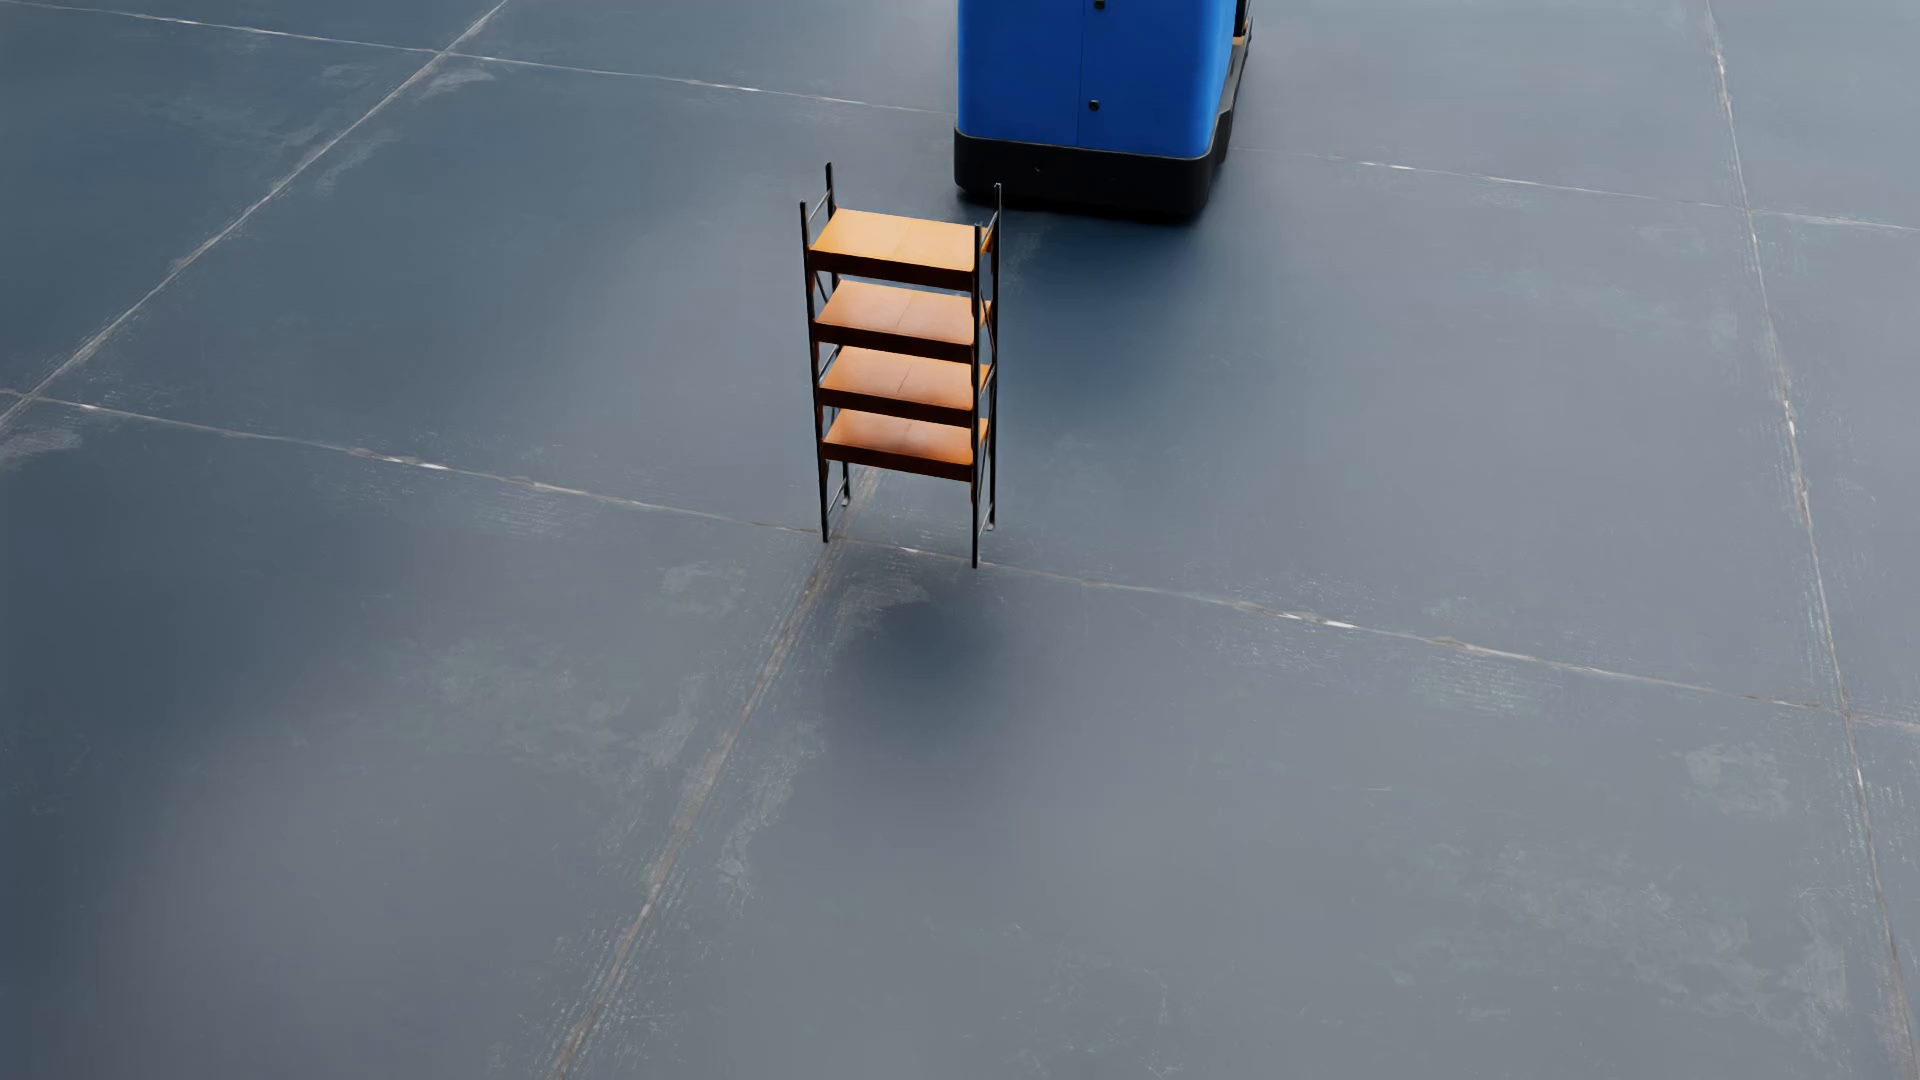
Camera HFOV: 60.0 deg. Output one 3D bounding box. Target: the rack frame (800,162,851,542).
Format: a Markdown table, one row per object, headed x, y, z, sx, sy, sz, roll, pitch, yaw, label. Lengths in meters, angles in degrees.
| x | y | z | sx | sy | sz | roll | pitch | yaw | label |
| --- | --- | --- | --- | --- | --- | --- | --- | --- | --- |
| -0.396 | -0.528 | 4.967 | 0.015 | 1.200 | 0.240 | 10 | 41 | 11 | rack frame |

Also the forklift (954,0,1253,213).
| x | y | z | sx | sy | sz | roll | pitch | yaw | label |
| --- | --- | --- | --- | --- | --- | --- | --- | --- | --- |
| 0.802 | -3.400 | 7.040 | 1.130 | 2.935 | 3.031 | 8 | 41 | 10 | forklift |

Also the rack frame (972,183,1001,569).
| x | y | z | sx | sy | sz | roll | pitch | yaw | label |
| --- | --- | --- | --- | --- | --- | --- | --- | --- | --- |
| 0.076 | -0.446 | 4.870 | 0.015 | 1.200 | 0.240 | 10 | 41 | 11 | rack frame |

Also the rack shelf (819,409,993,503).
| x | y | z | sx | sy | sz | roll | pitch | yaw | label |
| --- | --- | --- | --- | --- | --- | --- | --- | --- | --- |
| -0.160 | -0.283 | 5.089 | 0.480 | 0.148 | 0.258 | 10 | 41 | 11 | rack shelf |

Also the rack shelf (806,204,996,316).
| x | y | z | sx | sy | sz | roll | pitch | yaw | label |
| --- | --- | --- | --- | --- | --- | --- | --- | --- | --- |
| -0.160 | -0.788 | 4.666 | 0.480 | 0.148 | 0.258 | 10 | 41 | 11 | rack shelf |

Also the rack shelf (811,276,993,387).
| x | y | z | sx | sy | sz | roll | pitch | yaw | label |
| --- | --- | --- | --- | --- | --- | --- | --- | --- | --- |
| -0.160 | -0.607 | 4.818 | 0.480 | 0.148 | 0.258 | 10 | 41 | 11 | rack shelf |

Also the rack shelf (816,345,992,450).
| x | y | z | sx | sy | sz | roll | pitch | yaw | label |
| --- | --- | --- | --- | --- | --- | --- | --- | --- | --- |
| -0.160 | -0.435 | 4.962 | 0.480 | 0.148 | 0.258 | 10 | 41 | 11 | rack shelf |

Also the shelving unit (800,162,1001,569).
| x | y | z | sx | sy | sz | roll | pitch | yaw | label |
| --- | --- | --- | --- | --- | --- | --- | --- | --- | --- |
| -0.160 | -0.487 | 4.918 | 0.503 | 1.200 | 0.258 | 10 | 41 | 11 | shelving unit |
